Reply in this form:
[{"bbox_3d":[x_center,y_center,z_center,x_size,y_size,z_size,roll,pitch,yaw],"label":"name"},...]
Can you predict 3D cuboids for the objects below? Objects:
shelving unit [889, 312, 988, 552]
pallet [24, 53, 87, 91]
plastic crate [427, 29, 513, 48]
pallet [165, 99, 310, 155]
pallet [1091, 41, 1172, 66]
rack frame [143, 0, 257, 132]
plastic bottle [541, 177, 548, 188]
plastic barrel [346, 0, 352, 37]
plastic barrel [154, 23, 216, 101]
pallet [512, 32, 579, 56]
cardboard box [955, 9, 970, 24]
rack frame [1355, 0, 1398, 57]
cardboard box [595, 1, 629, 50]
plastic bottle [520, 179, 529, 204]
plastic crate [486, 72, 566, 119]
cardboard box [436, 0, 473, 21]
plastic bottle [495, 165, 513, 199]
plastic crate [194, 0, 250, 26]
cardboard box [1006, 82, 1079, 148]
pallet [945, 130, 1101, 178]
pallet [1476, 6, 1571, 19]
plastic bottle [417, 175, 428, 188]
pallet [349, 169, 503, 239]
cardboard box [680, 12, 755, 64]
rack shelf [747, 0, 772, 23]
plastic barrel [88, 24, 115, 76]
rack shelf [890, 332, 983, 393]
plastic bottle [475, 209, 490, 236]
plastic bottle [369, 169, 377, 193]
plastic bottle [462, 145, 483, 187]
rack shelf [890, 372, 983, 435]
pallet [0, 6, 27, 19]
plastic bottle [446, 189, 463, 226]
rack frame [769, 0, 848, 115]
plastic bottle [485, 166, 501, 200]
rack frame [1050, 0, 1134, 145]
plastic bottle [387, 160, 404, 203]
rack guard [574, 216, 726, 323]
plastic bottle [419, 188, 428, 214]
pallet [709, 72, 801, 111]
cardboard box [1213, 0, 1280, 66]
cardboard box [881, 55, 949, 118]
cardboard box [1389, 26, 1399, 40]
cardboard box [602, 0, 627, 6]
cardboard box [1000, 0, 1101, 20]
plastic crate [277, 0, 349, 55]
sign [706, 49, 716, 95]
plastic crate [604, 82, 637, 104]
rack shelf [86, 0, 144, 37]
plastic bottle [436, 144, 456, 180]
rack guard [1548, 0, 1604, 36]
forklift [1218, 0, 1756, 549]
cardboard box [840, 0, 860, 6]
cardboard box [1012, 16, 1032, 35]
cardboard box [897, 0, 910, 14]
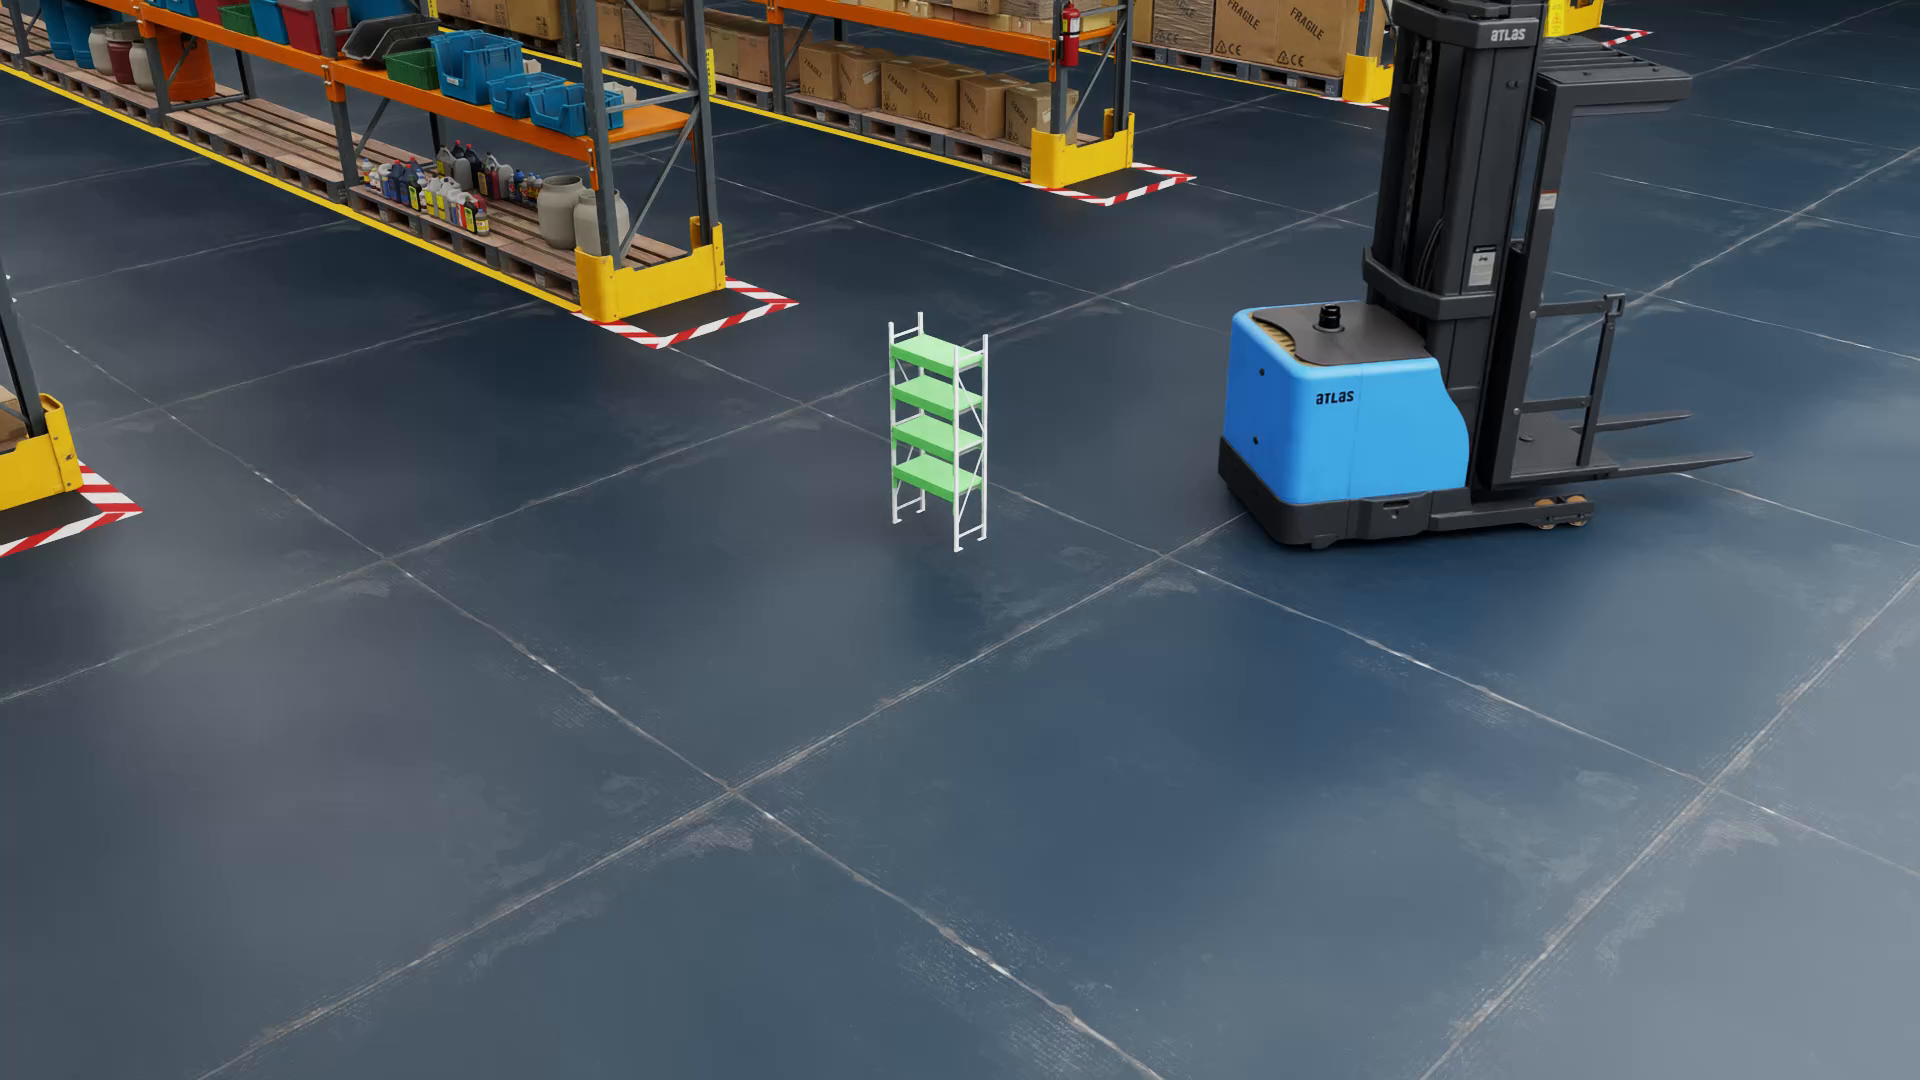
[{"bbox_3d":[-0.118,-0.585,9.073,0.503,1.200,0.258,25,36,38],"label":"shelving unit"},{"bbox_3d":[-10.286,-5.579,19.633,1.213,0.211,1.003,25,36,38],"label":"pallet"},{"bbox_3d":[-4.123,-4.132,14.044,0.616,0.251,0.499,25,36,38],"label":"plastic crate"},{"bbox_3d":[-7.430,-4.274,17.151,1.213,0.211,1.003,25,36,38],"label":"pallet"},{"bbox_3d":[2.407,-6.217,20.846,1.213,0.211,1.003,25,36,38],"label":"pallet"},{"bbox_3d":[-7.955,-5.774,17.007,0.127,3.000,1.000,25,36,38],"label":"rack frame"},{"bbox_3d":[-3.473,-2.931,14.046,0.061,0.283,0.133,-25,36,-38],"label":"plastic bottle"},{"bbox_3d":[-5.631,-4.914,15.225,0.433,0.535,0.433,0,28,0],"label":"plastic barrel"},{"bbox_3d":[-8.316,-5.153,17.707,0.708,0.830,0.600,25,36,38],"label":"plastic barrel"},{"bbox_3d":[-4.992,-6.465,21.319,1.213,0.211,1.003,25,36,38],"label":"pallet"},{"bbox_3d":[0.165,-5.049,15.898,0.250,0.149,0.380,25,36,38],"label":"cardboard box"},{"bbox_3d":[4.772,-6.420,18.237,0.127,3.000,1.000,25,36,38],"label":"rack frame"},{"bbox_3d":[-3.991,-6.294,20.209,0.500,0.500,0.700,22,35,36],"label":"cardboard box"},{"bbox_3d":[-3.711,-2.991,14.250,0.097,0.201,0.097,0,28,0],"label":"plastic bottle"},{"bbox_3d":[-3.276,-3.375,12.606,0.408,0.251,0.499,25,36,38],"label":"plastic crate"},{"bbox_3d":[-6.226,-7.474,22.074,0.875,0.875,1.225,23,36,37],"label":"cardboard box"},{"bbox_3d":[-3.961,-3.121,14.416,0.152,0.276,0.135,-25,36,-38],"label":"plastic bottle"},{"bbox_3d":[-7.017,-5.173,15.796,0.583,0.464,0.402,25,36,38],"label":"plastic crate"},{"bbox_3d":[0.789,-4.096,16.051,0.500,0.500,0.500,-18,33,-30],"label":"cardboard box"},{"bbox_3d":[0.614,-3.874,16.391,1.213,0.211,1.003,25,36,38],"label":"pallet"},{"bbox_3d":[7.561,-7.163,22.646,1.213,0.211,1.003,25,36,38],"label":"pallet"},{"bbox_3d":[-4.552,-2.957,14.110,0.097,0.271,0.097,0,28,0],"label":"plastic bottle"},{"bbox_3d":[-4.653,-3.001,14.731,1.213,0.211,1.003,25,36,38],"label":"pallet"},{"bbox_3d":[-2.779,-5.752,19.180,0.500,0.500,0.700,21,34,34],"label":"cardboard box"},{"bbox_3d":[-3.056,-6.446,19.060,4.000,0.370,1.077,25,36,38],"label":"rack shelf"},{"bbox_3d":[-9.586,-5.535,18.776,0.421,0.512,0.421,0,28,0],"label":"plastic barrel"},{"bbox_3d":[-0.118,-0.953,8.880,0.480,0.148,0.258,25,36,38],"label":"rack shelf"},{"bbox_3d":[-3.867,-2.573,13.455,0.097,0.201,0.097,0,28,0],"label":"plastic bottle"},{"bbox_3d":[-5.110,-3.142,14.536,0.097,0.201,0.097,0,28,0],"label":"plastic bottle"},{"bbox_3d":[-4.304,-3.314,14.702,0.185,0.351,0.144,22,35,36],"label":"plastic bottle"},{"bbox_3d":[-0.118,-0.741,8.992,0.480,0.148,0.258,25,36,38],"label":"rack shelf"},{"bbox_3d":[-13.099,-6.868,22.084,1.213,0.211,1.003,25,36,38],"label":"pallet"},{"bbox_3d":[-4.127,-2.743,13.697,0.135,0.276,0.152,23,36,37],"label":"plastic bottle"},{"bbox_3d":[-1.630,-6.112,17.651,0.127,3.000,1.000,25,36,38],"label":"rack frame"},{"bbox_3d":[-4.035,-3.089,14.347,0.133,0.283,0.061,25,36,38],"label":"plastic bottle"},{"bbox_3d":[1.222,-4.807,15.169,0.127,3.000,1.000,25,36,38],"label":"rack frame"},{"bbox_3d":[-4.818,-3.090,14.276,0.144,0.351,0.185,-24,36,-38],"label":"plastic bottle"},{"bbox_3d":[-2.337,-2.066,12.642,0.348,0.500,1.175,25,36,38],"label":"rack guard"},{"bbox_3d":[-4.498,-2.862,14.004,0.097,0.201,0.097,0,28,0],"label":"plastic bottle"},{"bbox_3d":[-2.186,-5.131,18.782,1.213,0.211,1.003,25,36,38],"label":"pallet"},{"bbox_3d":[3.613,-6.151,19.557,0.875,0.875,0.875,24,36,38],"label":"cardboard box"},{"bbox_3d":[-0.461,-4.687,17.175,0.500,0.500,0.500,21,34,34],"label":"cardboard box"},{"bbox_3d":[5.820,-6.591,21.625,0.380,0.149,0.250,-7,29,-14],"label":"cardboard box"},{"bbox_3d":[-3.984,-6.629,20.041,0.500,0.250,0.500,-24,36,-37],"label":"cardboard box"},{"bbox_3d":[0.849,-5.171,15.435,0.500,0.500,0.875,25,36,38],"label":"cardboard box"},{"bbox_3d":[-5.662,-4.553,14.617,0.583,0.464,0.402,25,36,38],"label":"plastic crate"},{"bbox_3d":[-1.861,-3.467,12.323,0.005,0.325,0.100,25,36,38],"label":"sign"},{"bbox_3d":[-2.663,-3.445,12.863,0.250,0.136,0.298,25,36,38],"label":"plastic crate"},{"bbox_3d":[-9.381,-6.108,18.416,4.000,0.370,1.077,25,36,38],"label":"rack shelf"},{"bbox_3d":[-4.542,-3.328,14.730,0.185,0.351,0.144,25,36,38],"label":"plastic bottle"},{"bbox_3d":[8.116,-7.014,22.052,0.348,0.500,1.175,25,36,38],"label":"rack guard"},{"bbox_3d":[3.100,-1.590,9.125,3.031,2.935,1.130,-6,28,-11],"label":"forklift"},{"bbox_3d":[-0.986,-5.499,16.755,0.250,0.149,0.380,25,36,38],"label":"cardboard box"},{"bbox_3d":[0.696,-4.802,15.429,0.250,0.149,0.380,25,36,38],"label":"cardboard box"},{"bbox_3d":[-0.399,-5.279,16.337,0.250,0.149,0.380,25,36,38],"label":"cardboard box"}]
